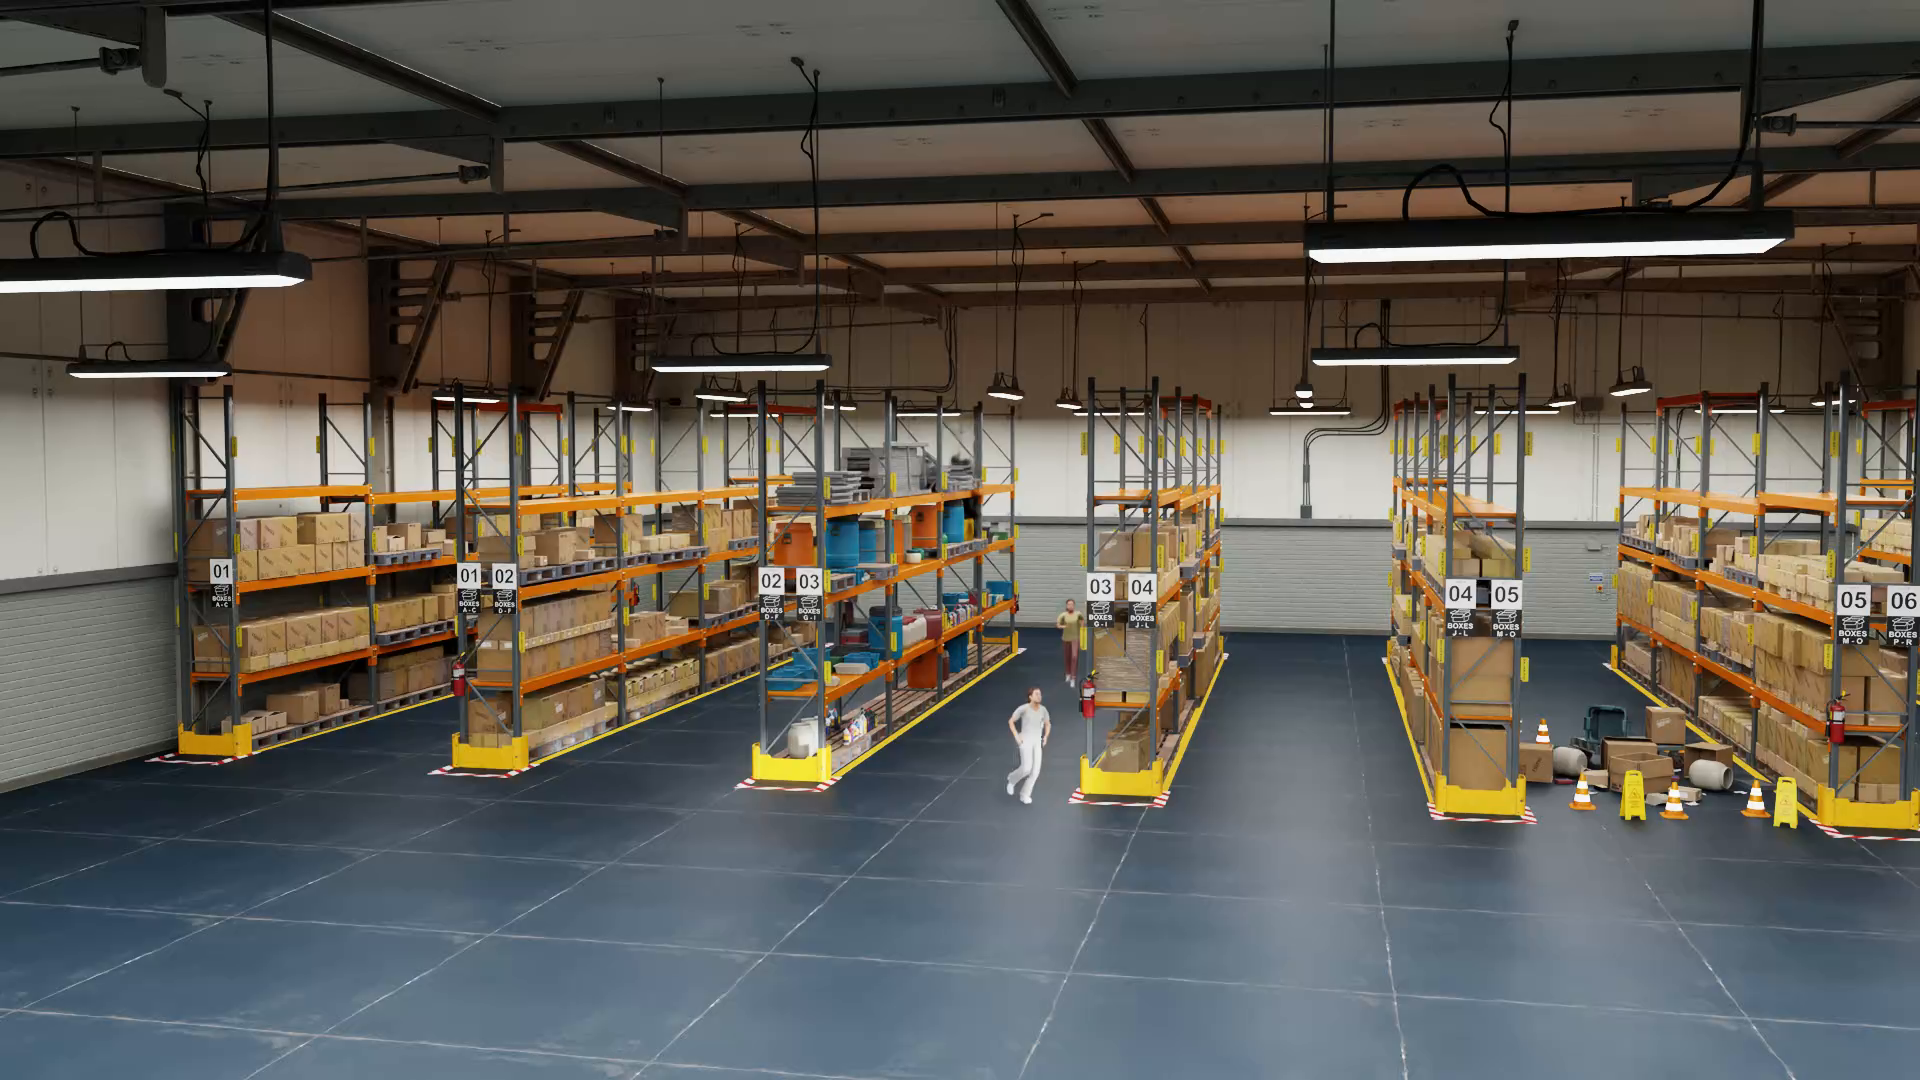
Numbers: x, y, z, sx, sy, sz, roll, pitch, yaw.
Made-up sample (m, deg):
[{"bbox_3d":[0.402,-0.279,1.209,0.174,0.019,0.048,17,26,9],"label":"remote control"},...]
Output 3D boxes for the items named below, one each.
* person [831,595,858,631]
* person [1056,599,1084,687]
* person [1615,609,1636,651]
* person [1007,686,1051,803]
[{"bbox_3d":[-2.668,1.717,38.260,0.665,1.903,0.889,0,3,5],"label":"person"},{"bbox_3d":[2.184,2.010,32.934,0.553,1.714,0.835,0,3,4],"label":"person"},{"bbox_3d":[15.634,1.980,38.795,0.691,1.819,0.710,1,3,19],"label":"person"},{"bbox_3d":[1.001,2.878,23.570,0.619,1.623,0.538,-2,4,-28],"label":"person"}]
